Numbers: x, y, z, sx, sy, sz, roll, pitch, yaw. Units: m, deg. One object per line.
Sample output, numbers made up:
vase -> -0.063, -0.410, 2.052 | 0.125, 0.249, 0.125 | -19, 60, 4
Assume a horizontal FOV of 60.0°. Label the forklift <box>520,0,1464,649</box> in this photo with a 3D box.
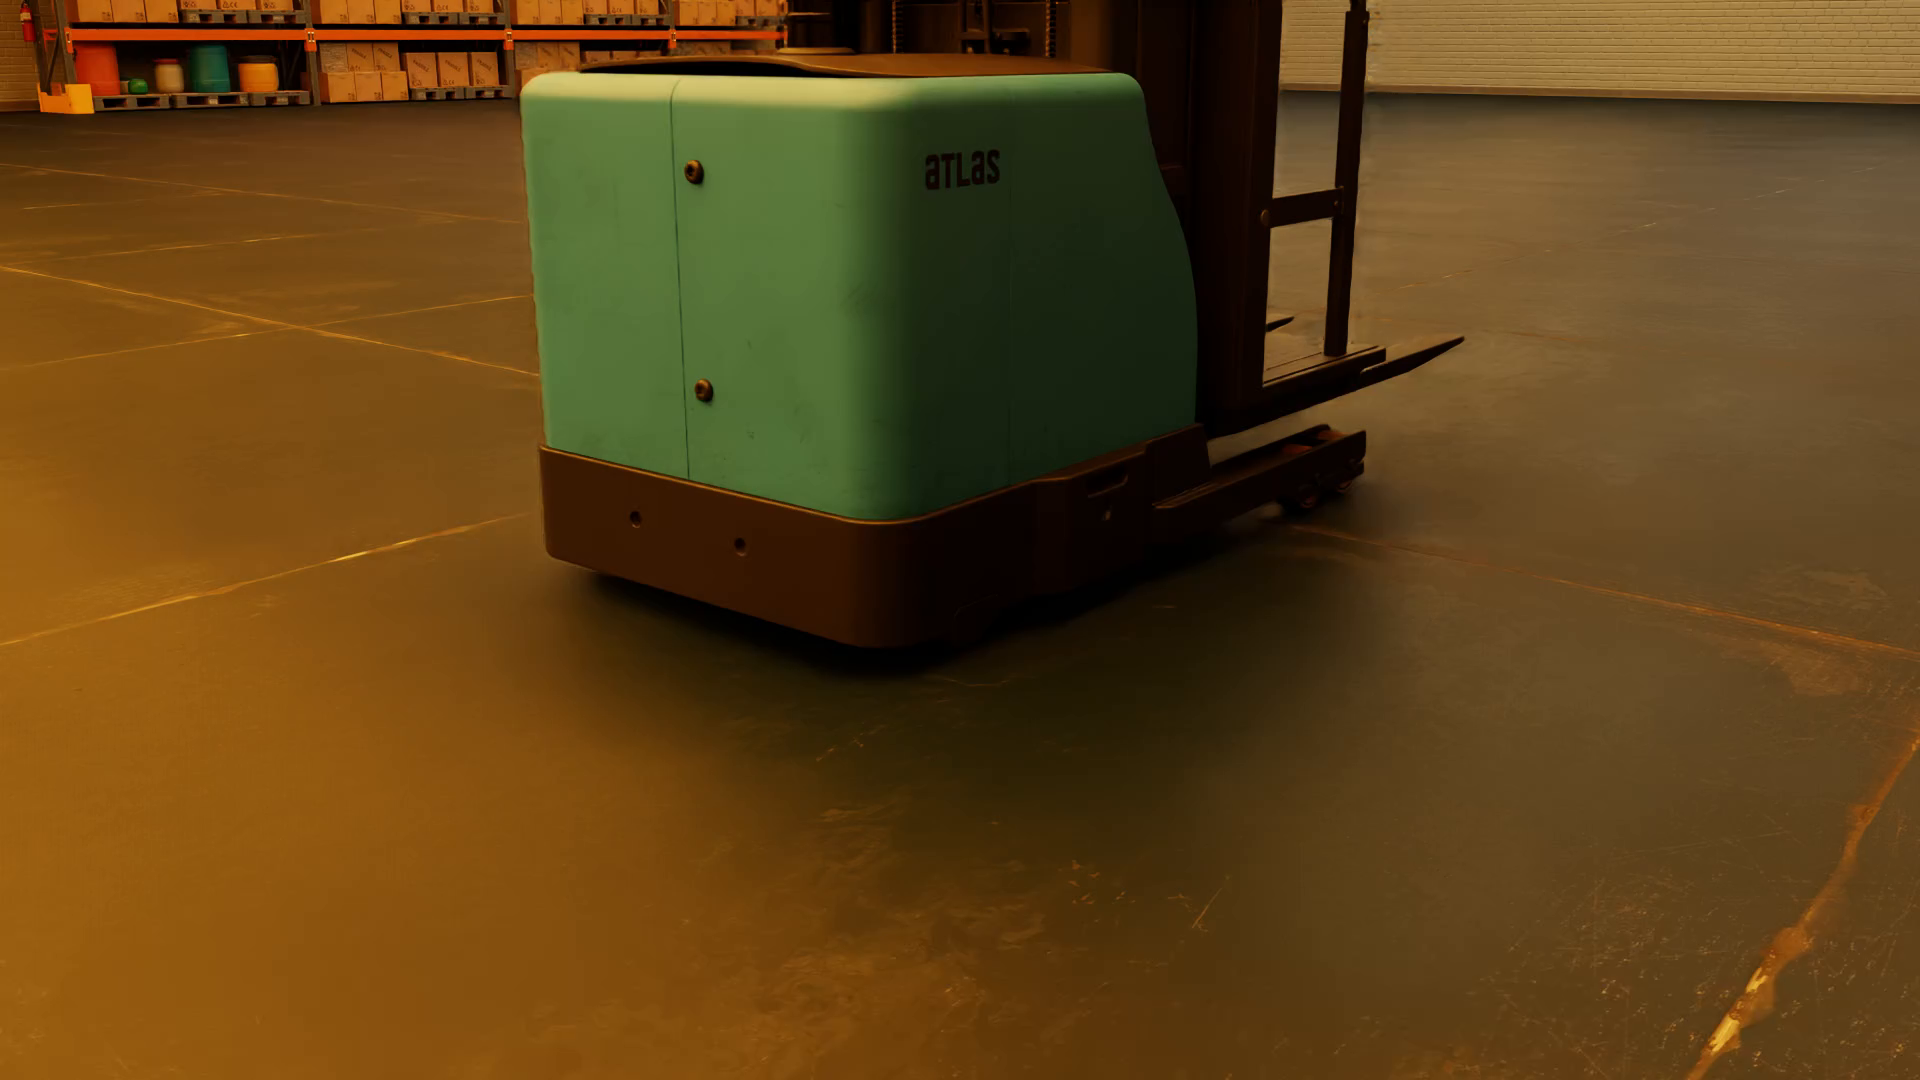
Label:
forklift -> 0.410, -1.560, 4.036 | 1.130, 2.935, 3.031 | 13, 21, 37
